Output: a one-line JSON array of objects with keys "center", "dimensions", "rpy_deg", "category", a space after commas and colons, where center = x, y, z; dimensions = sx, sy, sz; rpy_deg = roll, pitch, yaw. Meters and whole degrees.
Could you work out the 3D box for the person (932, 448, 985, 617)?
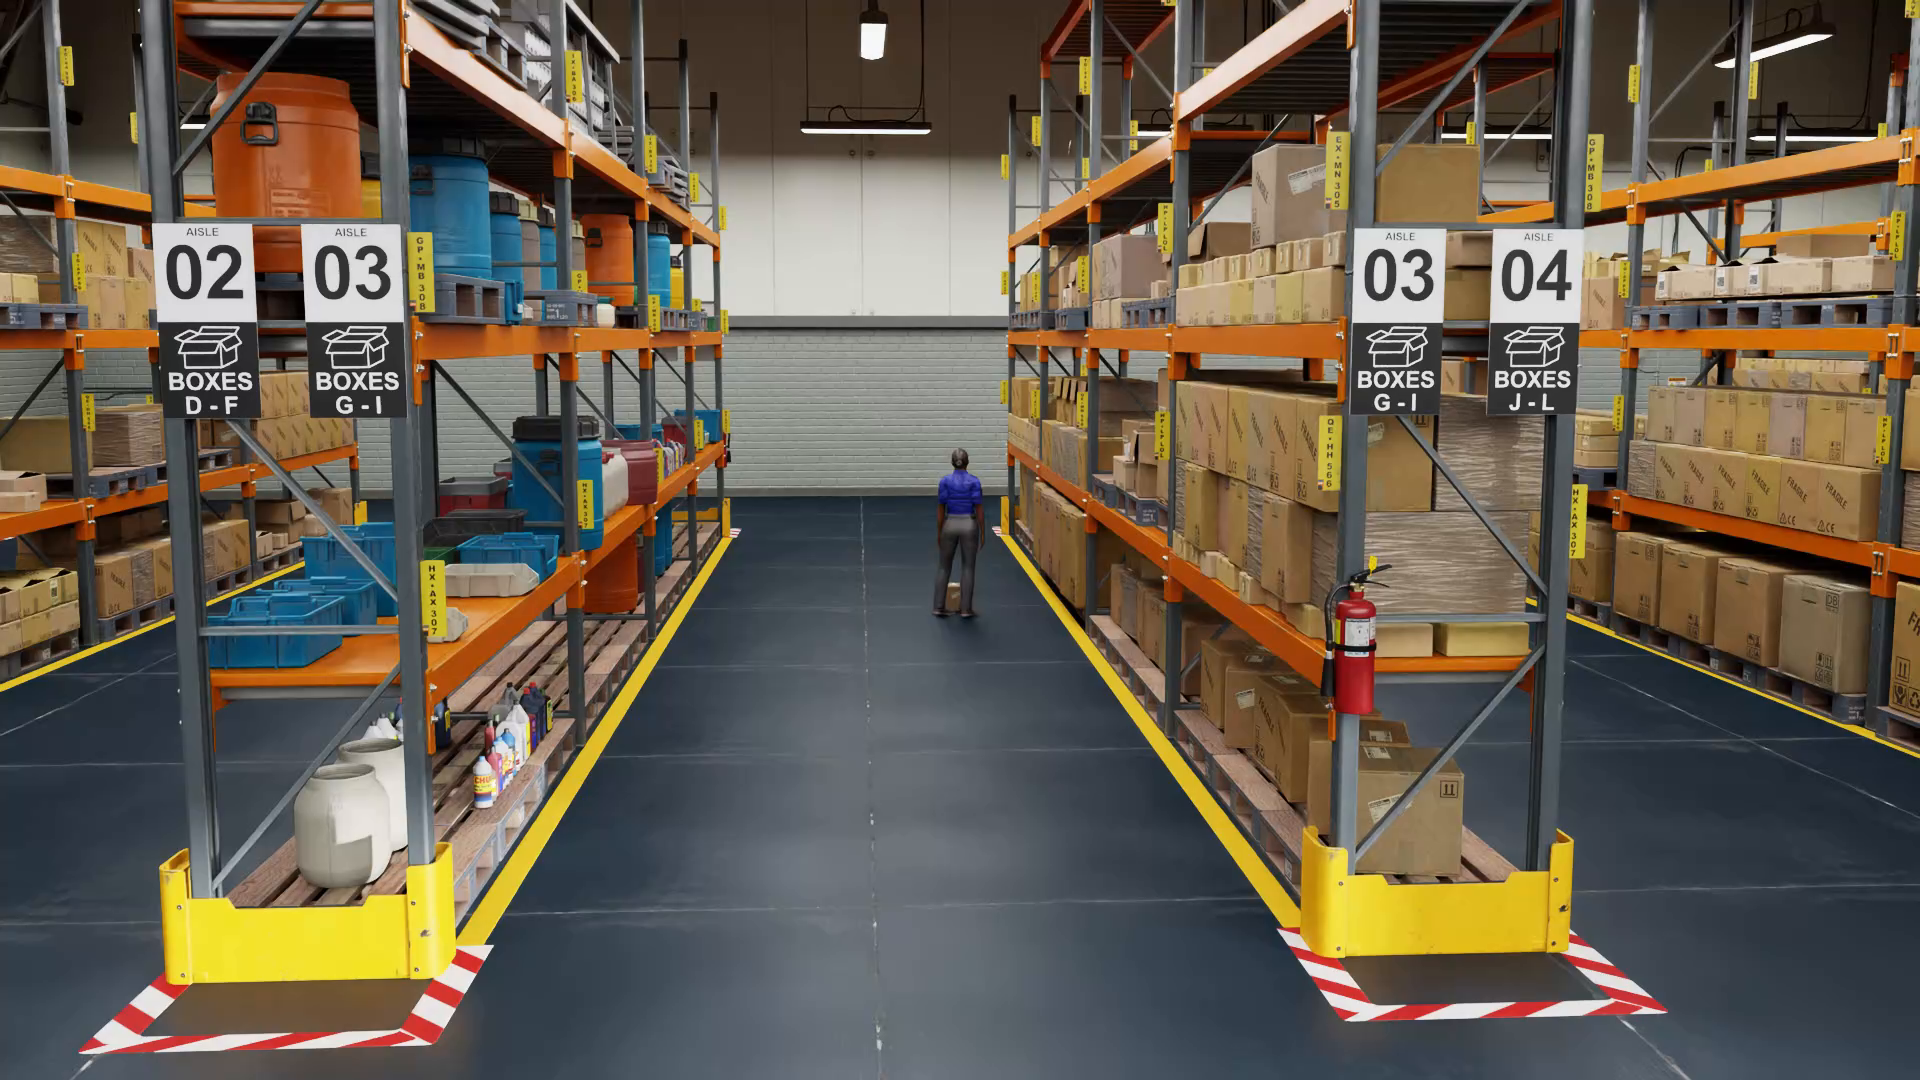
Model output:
[{"center": [-0.011, -0.071, 16.313], "dimensions": [0.514, 1.667, 0.348], "rpy_deg": [1, 7, 7], "category": "person"}]
